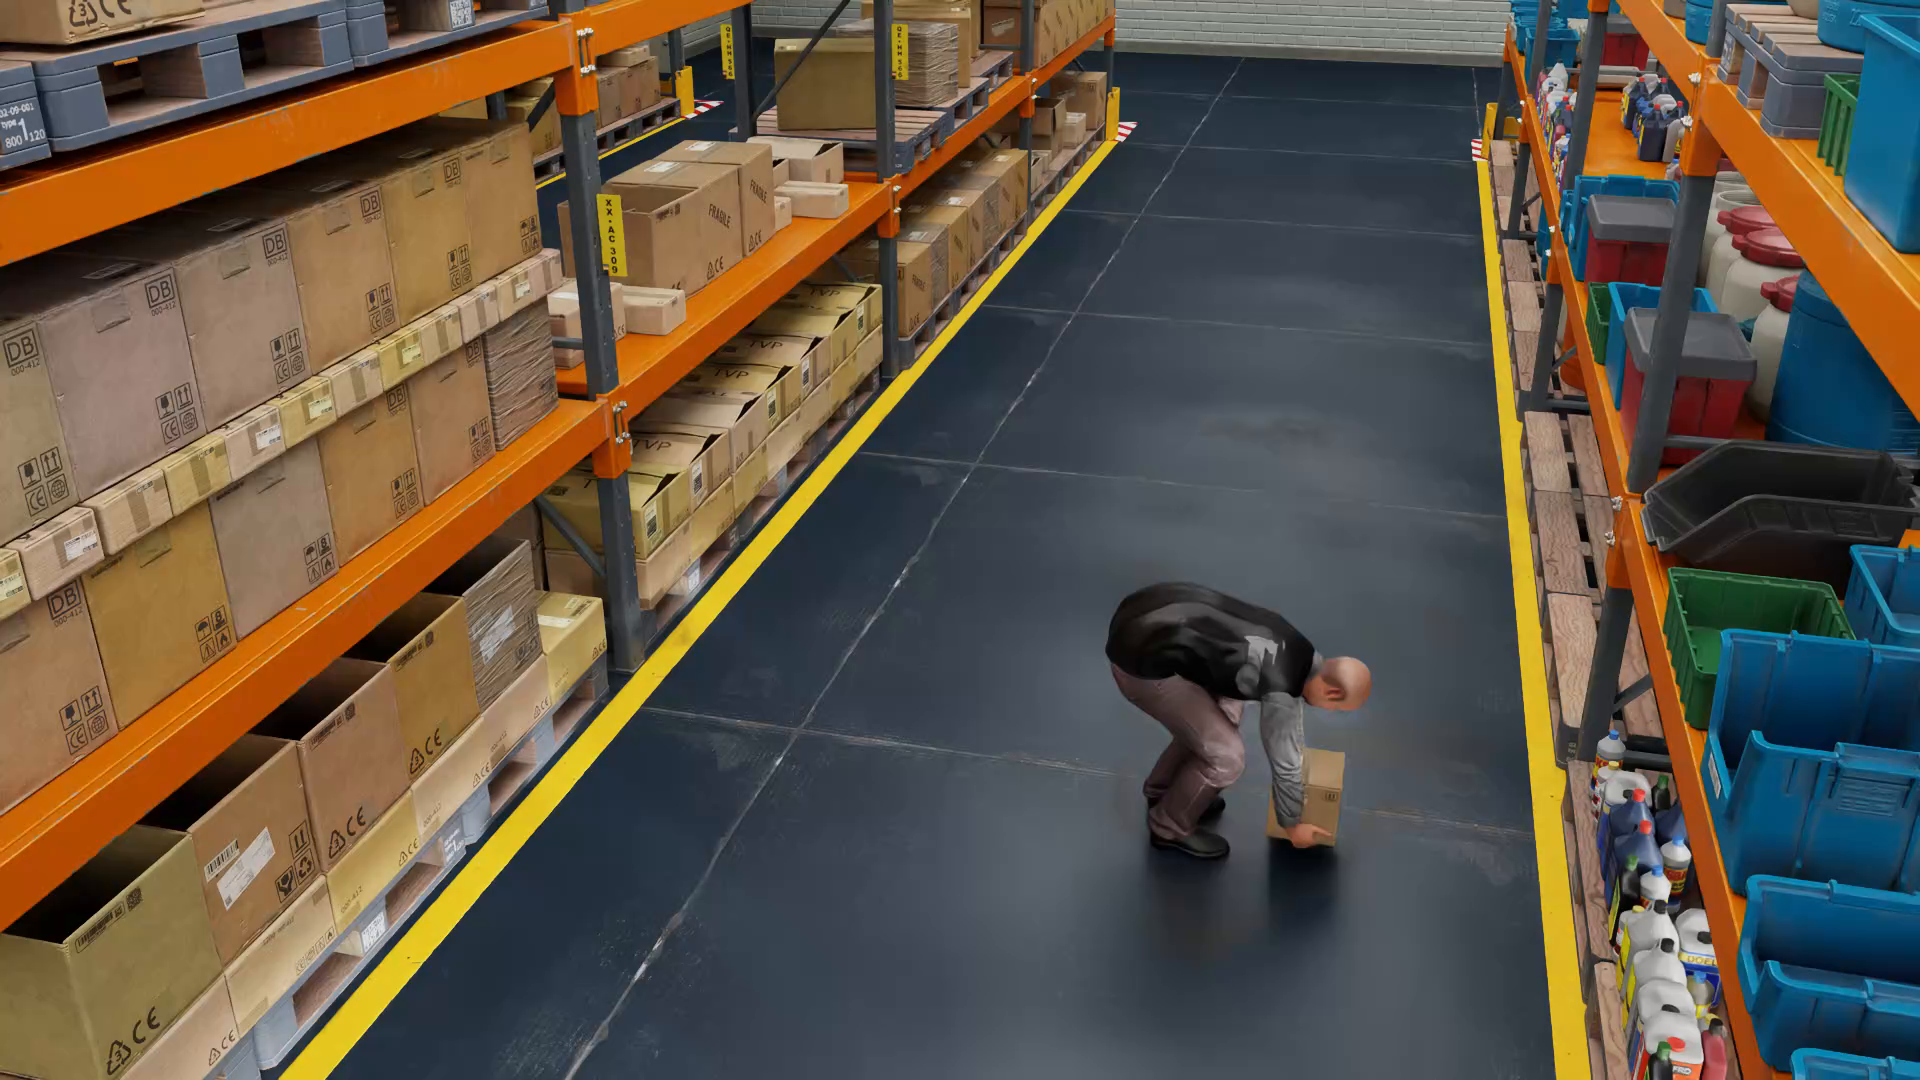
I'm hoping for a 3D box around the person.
[{"bbox_3d":[1.001,0.650,6.084,0.948,1.014,0.496,5,26,11],"label":"person"}]
